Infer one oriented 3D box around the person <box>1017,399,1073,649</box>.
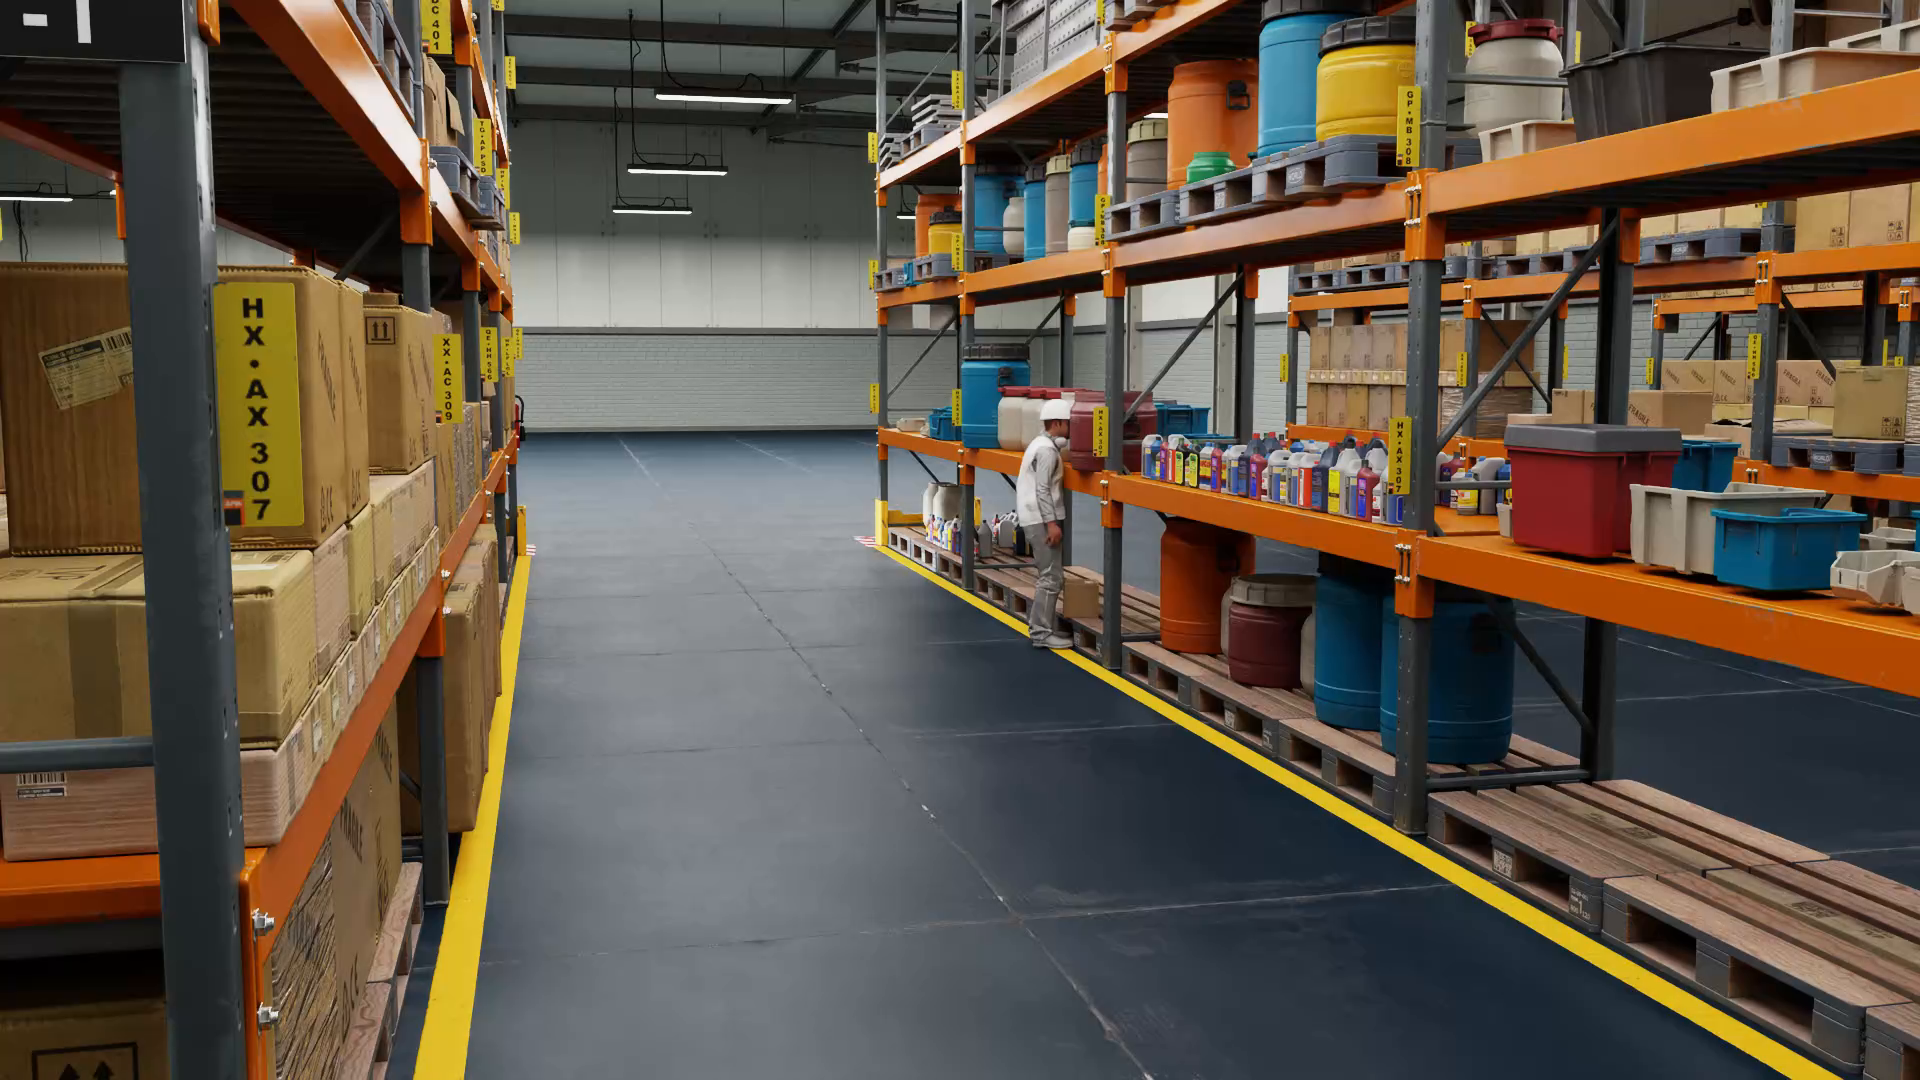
[{"bbox_3d":[0.639,-0.127,12.008,0.461,1.772,0.580,0,6,4],"label":"person"}]
